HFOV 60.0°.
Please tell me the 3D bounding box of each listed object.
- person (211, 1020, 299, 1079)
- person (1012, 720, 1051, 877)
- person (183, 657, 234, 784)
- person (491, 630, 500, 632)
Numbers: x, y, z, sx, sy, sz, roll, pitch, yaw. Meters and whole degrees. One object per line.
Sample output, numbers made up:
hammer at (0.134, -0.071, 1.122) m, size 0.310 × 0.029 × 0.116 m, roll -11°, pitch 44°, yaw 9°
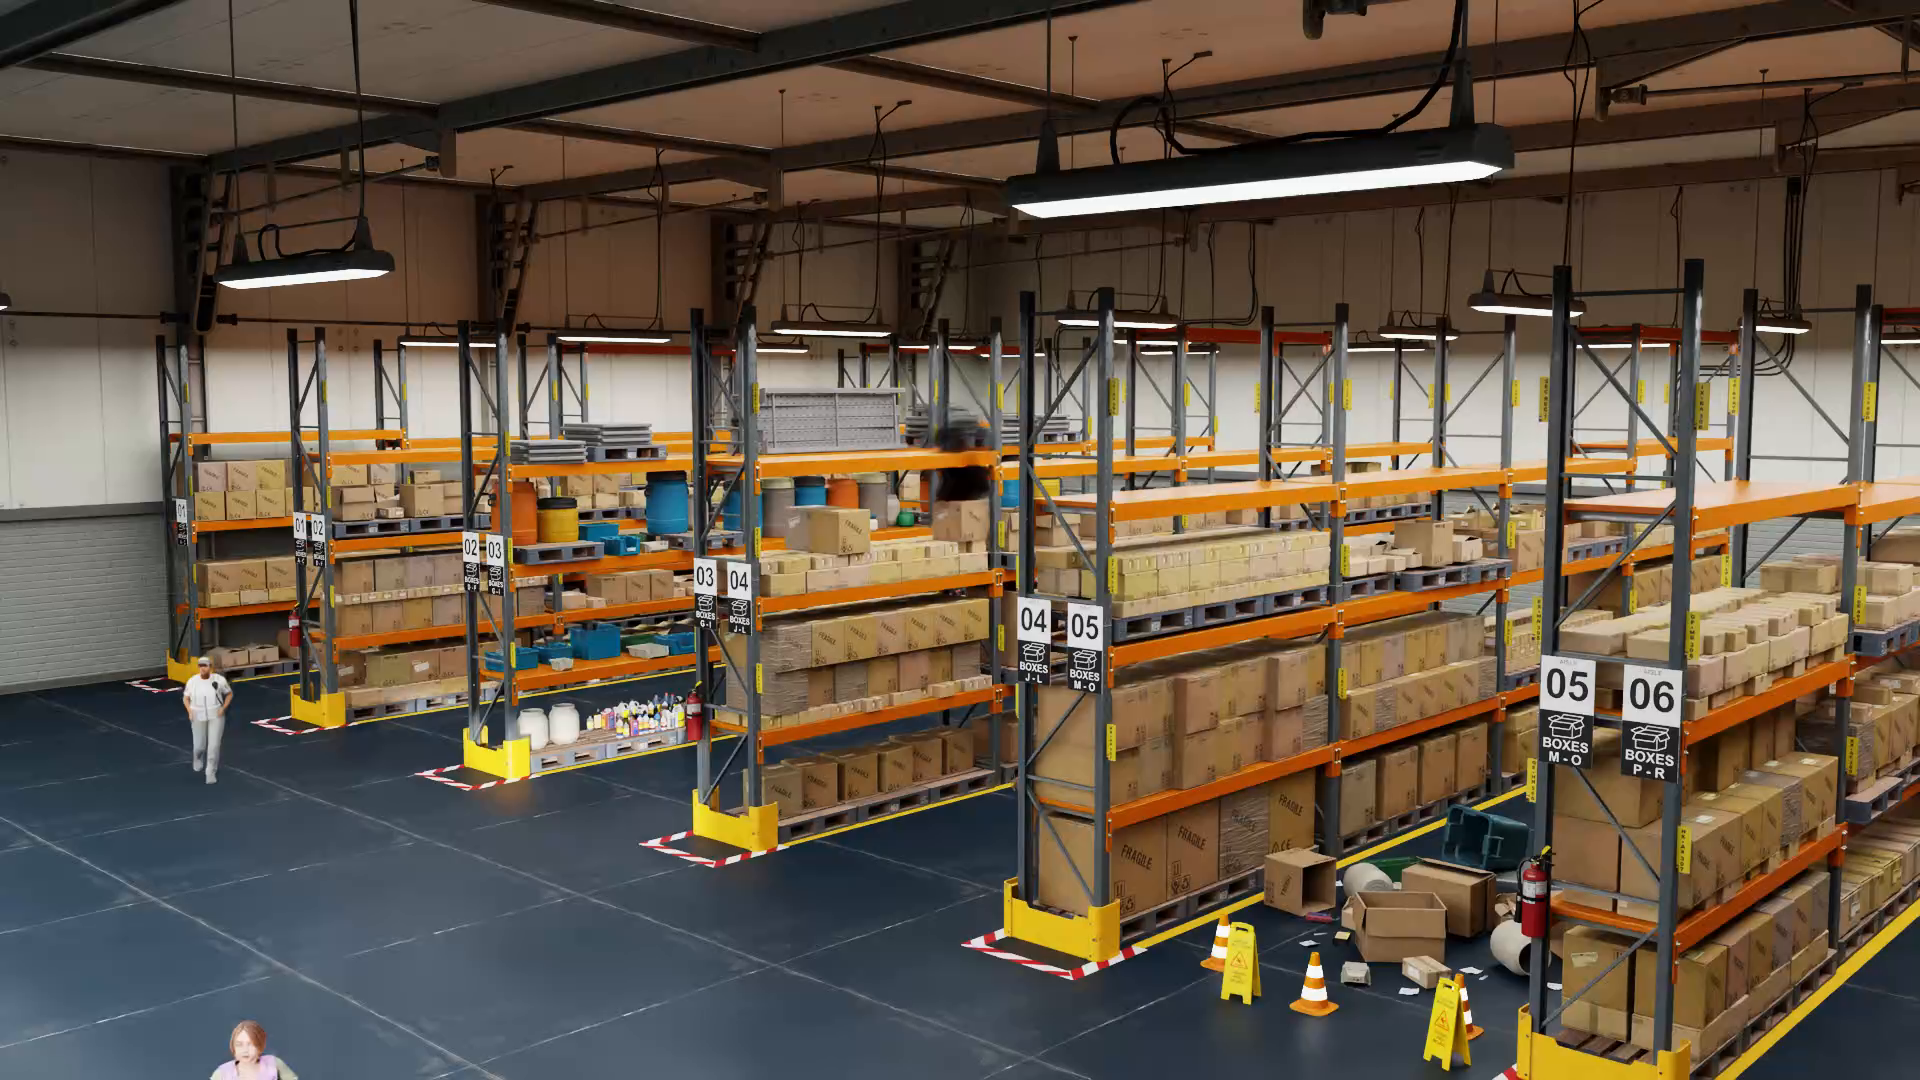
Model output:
person at (-3.988, 3.477, 9.355) m, size 0.541 × 1.574 × 0.867 m, roll -2°, pitch 6°, yaw -18°
person at (0.857, 2.679, 17.504) m, size 0.675 × 1.688 × 0.785 m, roll 4°, pitch 7°, yaw 39°
person at (-9.804, 2.328, 21.721) m, size 0.603 × 1.644 × 0.603 m, roll -2°, pitch 6°, yaw -20°
person at (-8.207, 1.549, 29.854) m, size 0.587 × 1.613 × 0.852 m, roll 4°, pitch 7°, yaw 38°
